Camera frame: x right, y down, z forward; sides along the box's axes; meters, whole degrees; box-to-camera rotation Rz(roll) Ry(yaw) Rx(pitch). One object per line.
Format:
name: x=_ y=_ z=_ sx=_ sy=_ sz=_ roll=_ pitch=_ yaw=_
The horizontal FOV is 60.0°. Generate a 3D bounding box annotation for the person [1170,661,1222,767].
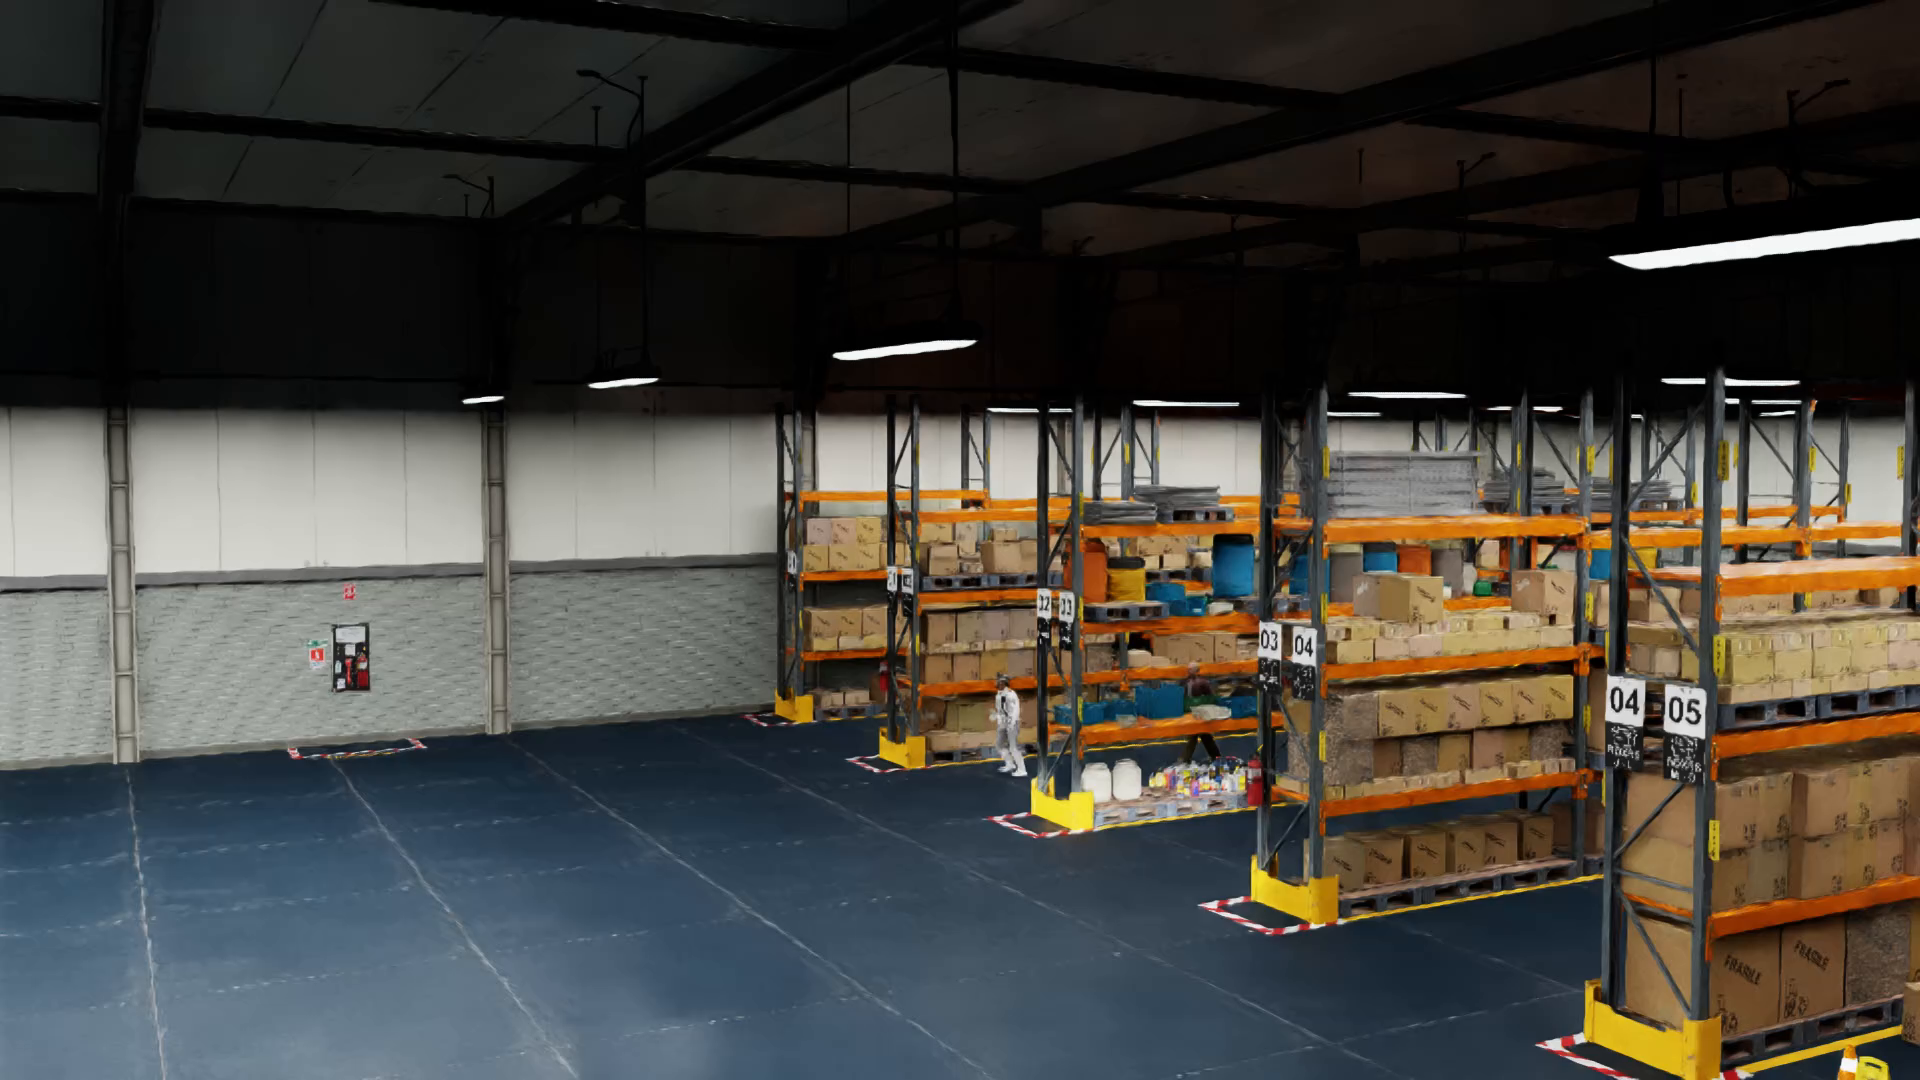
person: x=3.761 y=2.783 z=26.656 sx=1.184 sy=1.696 sz=0.601 roll=-2 pitch=4 yaw=-29

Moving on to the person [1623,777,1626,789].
person: x=9.649 y=3.040 z=23.697 sx=1.093 sy=1.539 sz=0.478 roll=-2 pitch=4 yaw=-30

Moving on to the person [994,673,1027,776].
person: x=0.768 y=2.879 z=26.122 sx=0.512 sy=1.632 sz=0.639 roll=-2 pitch=4 yaw=-29
